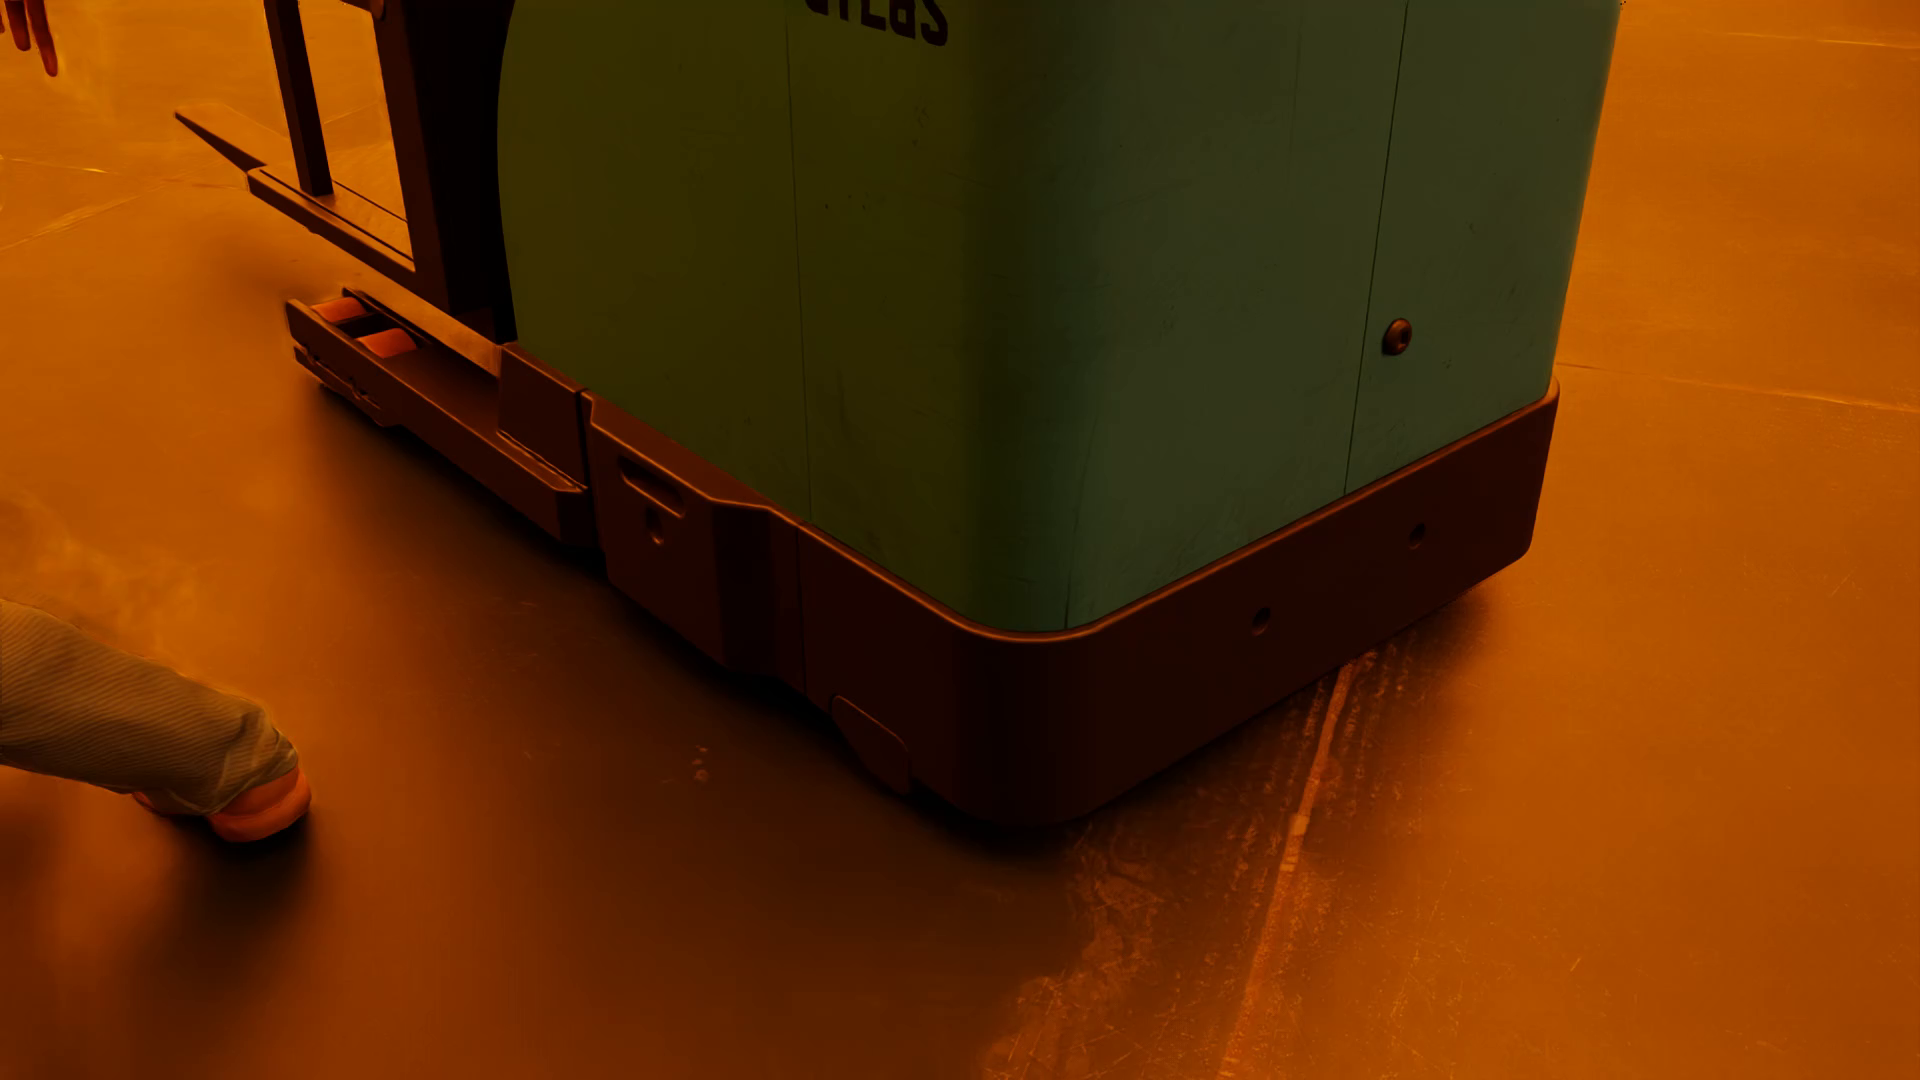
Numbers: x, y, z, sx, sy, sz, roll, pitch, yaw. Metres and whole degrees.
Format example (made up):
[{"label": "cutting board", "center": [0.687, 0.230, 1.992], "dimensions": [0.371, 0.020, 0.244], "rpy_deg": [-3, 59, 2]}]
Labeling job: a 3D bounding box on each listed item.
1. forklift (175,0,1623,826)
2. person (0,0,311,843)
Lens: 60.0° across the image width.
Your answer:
[{"label": "forklift", "center": [-0.537, -1.612, 2.371], "dimensions": [1.130, 2.935, 3.031], "rpy_deg": [-23, 37, -35]}, {"label": "person", "center": [-1.203, -0.262, 1.417], "dimensions": [0.901, 1.520, 1.030], "rpy_deg": [10, 31, 18]}]
